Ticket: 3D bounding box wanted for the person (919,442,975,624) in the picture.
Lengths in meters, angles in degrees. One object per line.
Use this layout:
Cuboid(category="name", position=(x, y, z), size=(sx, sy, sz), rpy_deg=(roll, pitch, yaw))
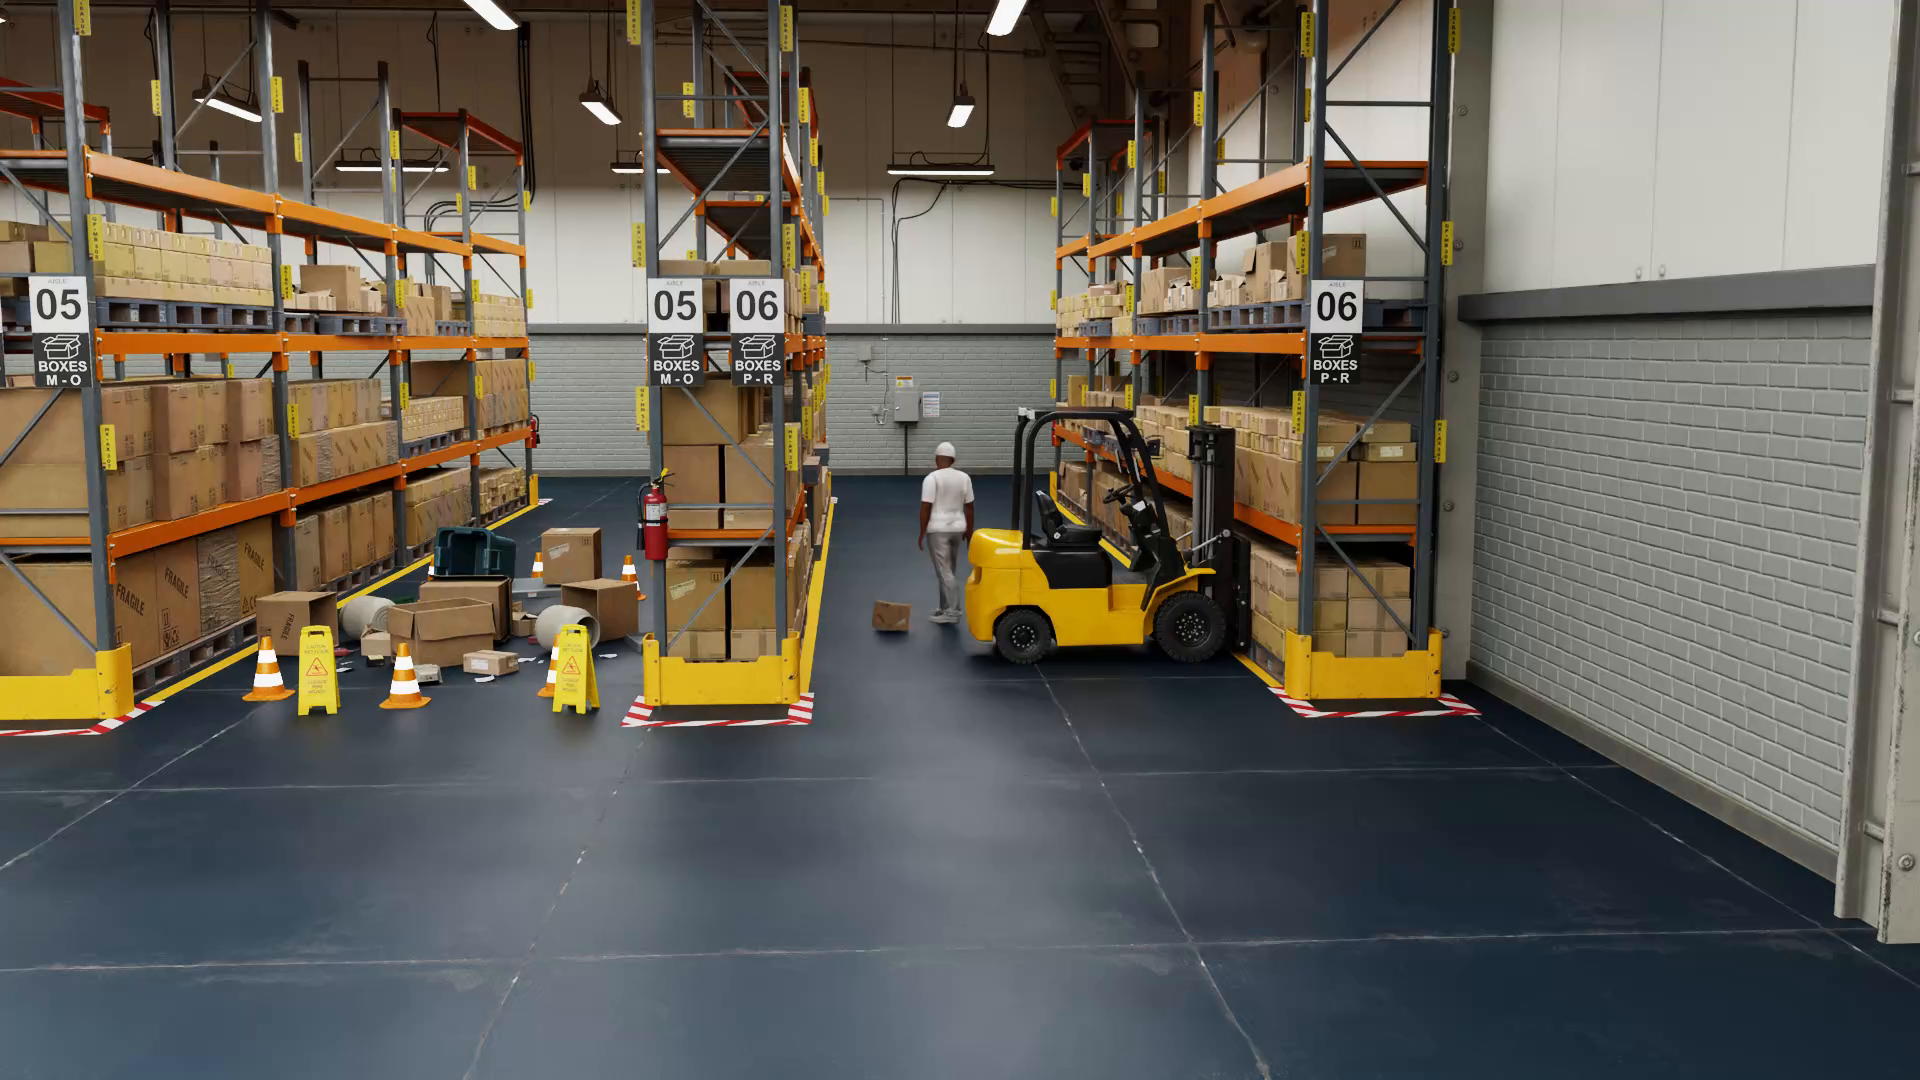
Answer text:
Cuboid(category="person", position=(-0.141, -0.070, 16.264), size=(0.626, 1.766, 0.622), rpy_deg=(-6, 9, -40))
